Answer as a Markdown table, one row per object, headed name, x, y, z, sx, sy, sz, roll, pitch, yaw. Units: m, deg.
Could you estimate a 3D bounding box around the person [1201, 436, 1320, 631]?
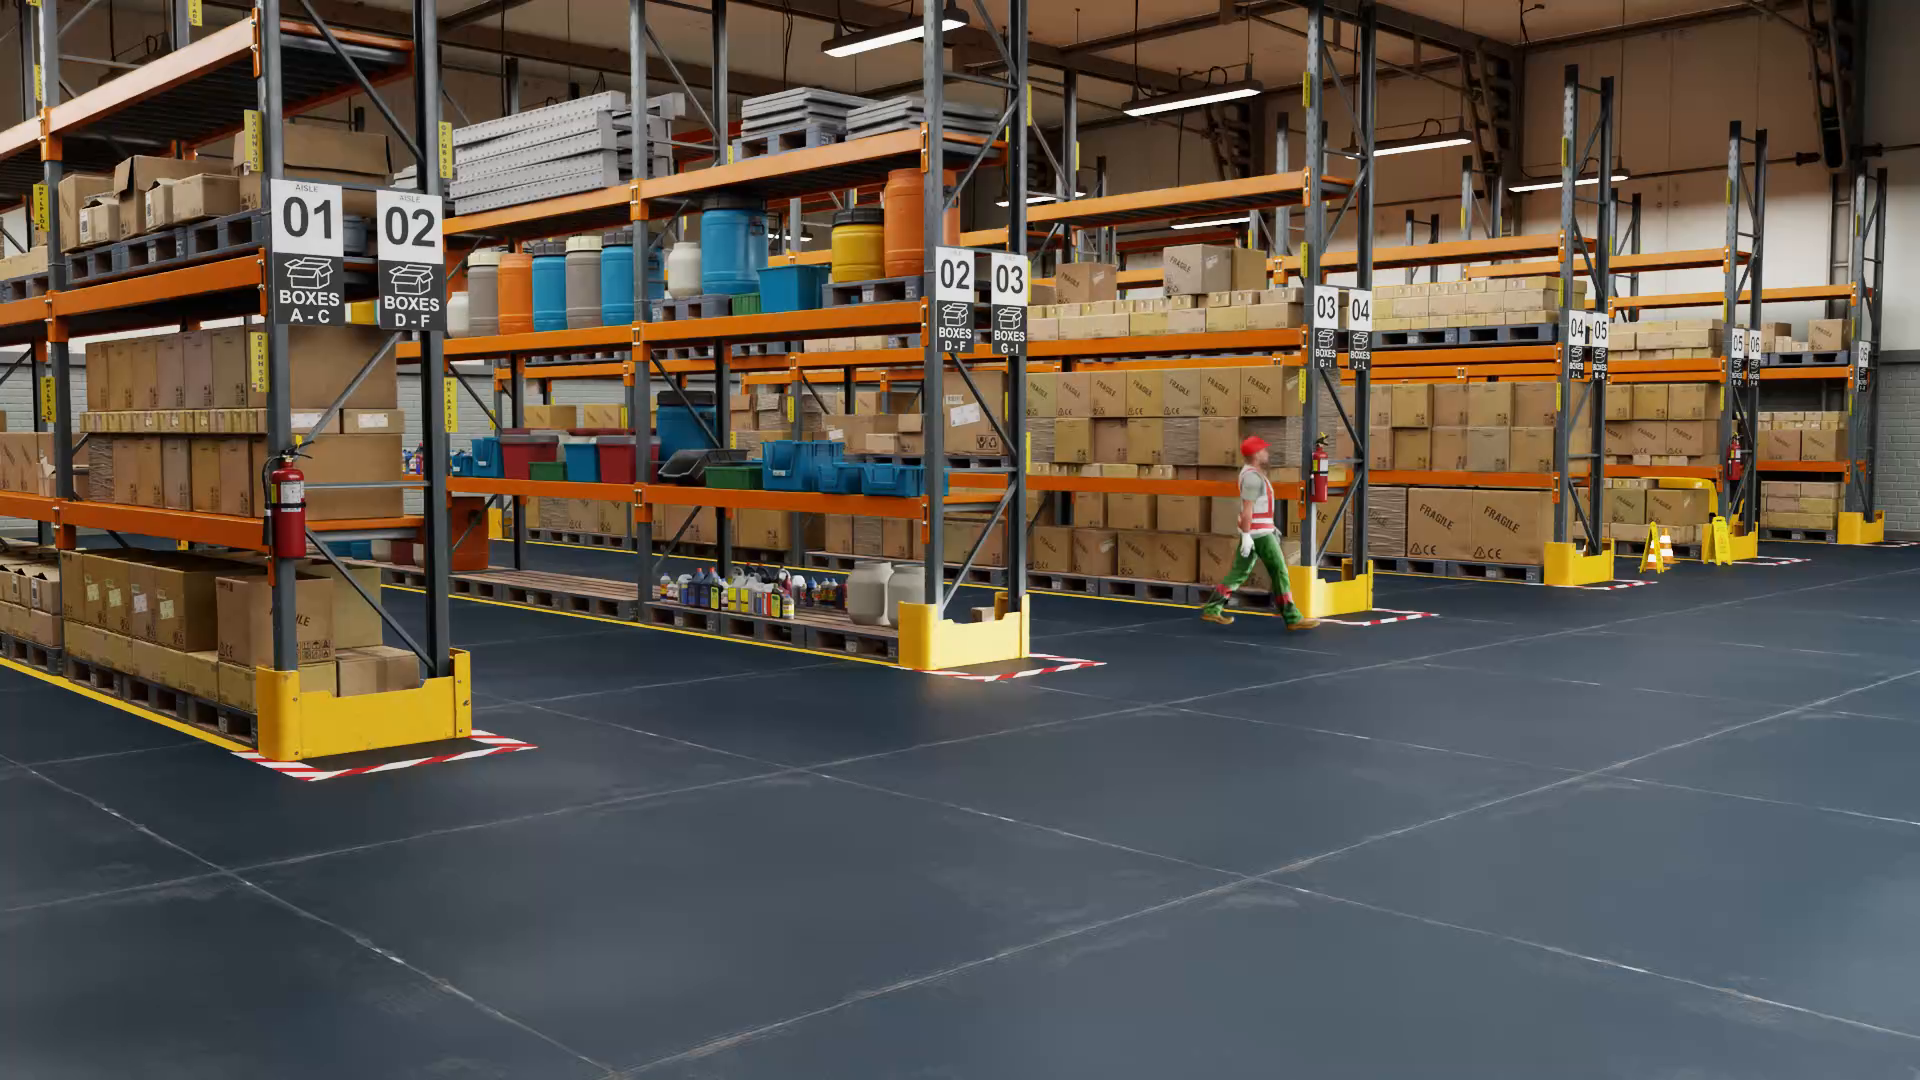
| name | x | y | z | sx | sy | sz | roll | pitch | yaw |
| --- | --- | --- | --- | --- | --- | --- | --- | --- | --- |
| person | 2.710 | -0.061 | 14.989 | 1.047 | 1.743 | 0.585 | 0 | 4 | -2 |
